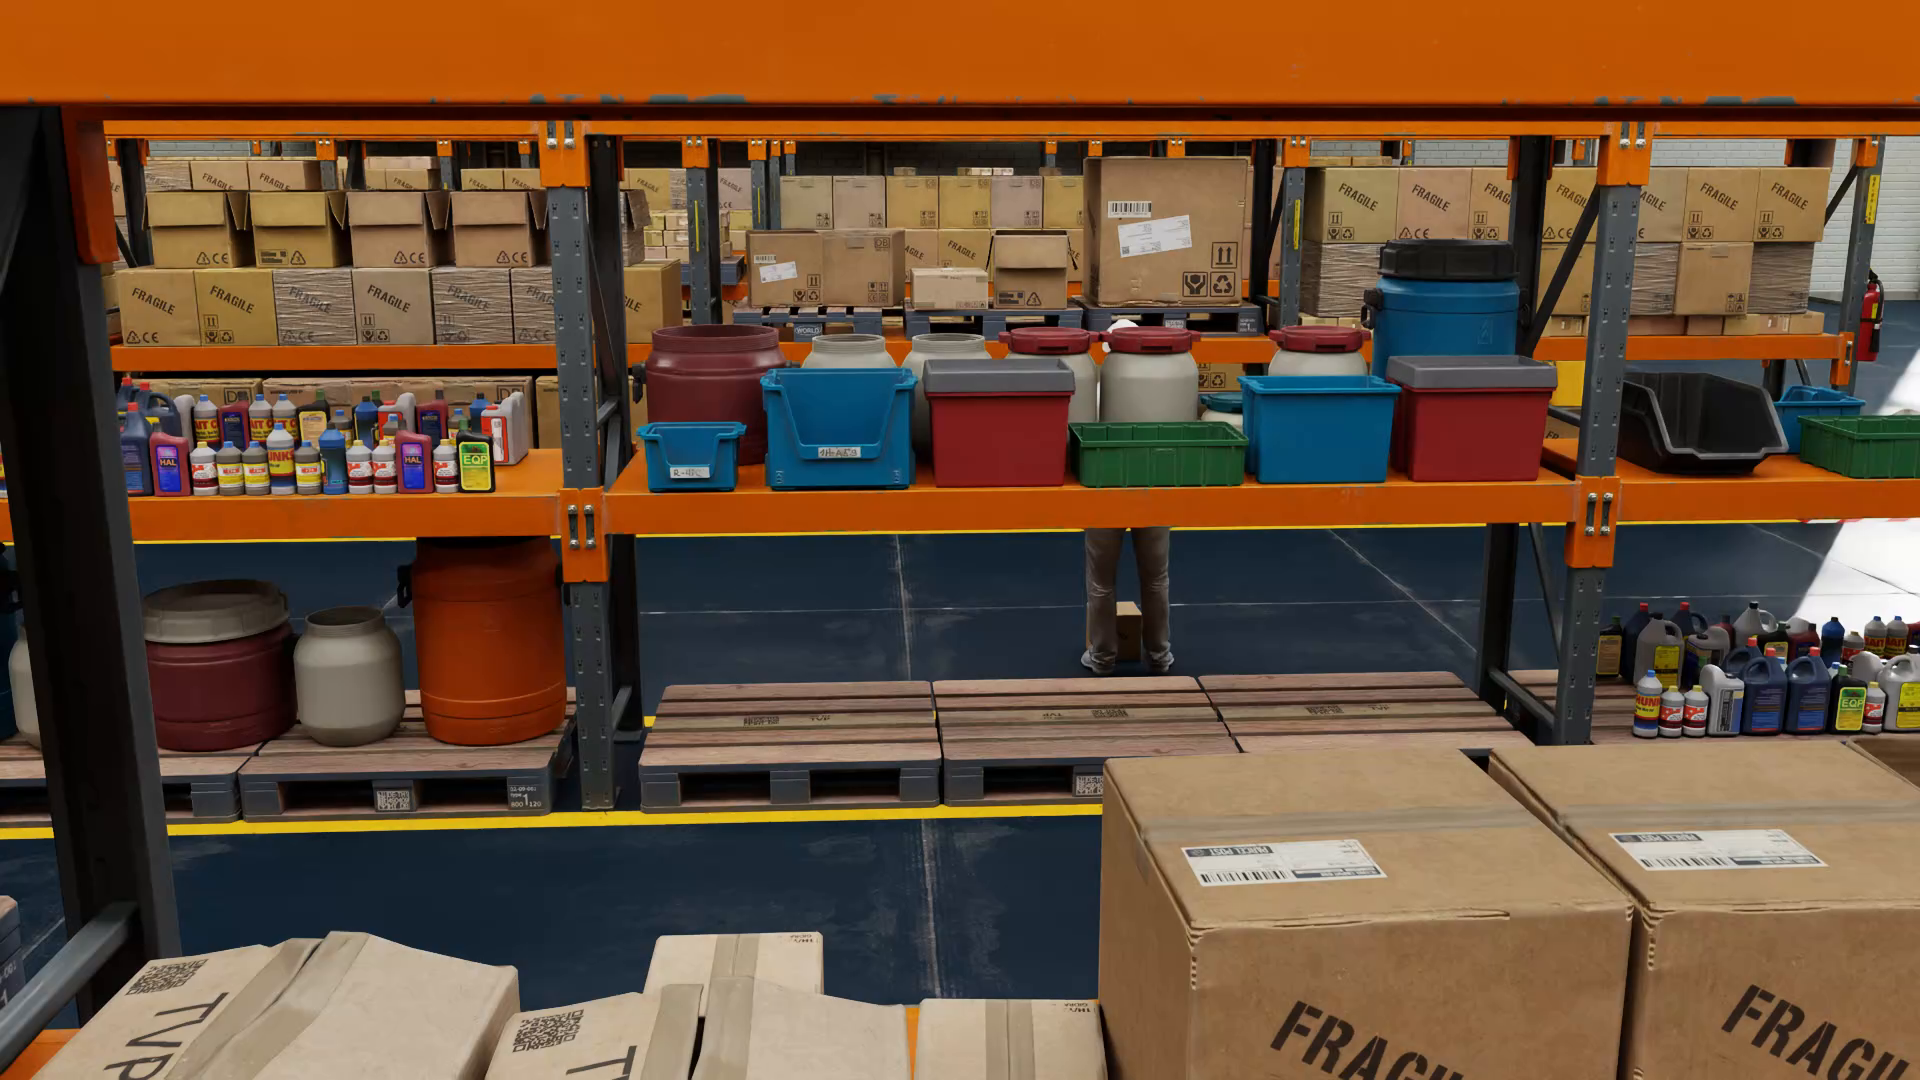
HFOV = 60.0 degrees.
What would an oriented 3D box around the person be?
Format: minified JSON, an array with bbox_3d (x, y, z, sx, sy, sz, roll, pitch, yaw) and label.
[{"bbox_3d":[0.830,-0.202,8.282,0.581,1.771,0.464,-1,13,-4],"label":"person"}]
